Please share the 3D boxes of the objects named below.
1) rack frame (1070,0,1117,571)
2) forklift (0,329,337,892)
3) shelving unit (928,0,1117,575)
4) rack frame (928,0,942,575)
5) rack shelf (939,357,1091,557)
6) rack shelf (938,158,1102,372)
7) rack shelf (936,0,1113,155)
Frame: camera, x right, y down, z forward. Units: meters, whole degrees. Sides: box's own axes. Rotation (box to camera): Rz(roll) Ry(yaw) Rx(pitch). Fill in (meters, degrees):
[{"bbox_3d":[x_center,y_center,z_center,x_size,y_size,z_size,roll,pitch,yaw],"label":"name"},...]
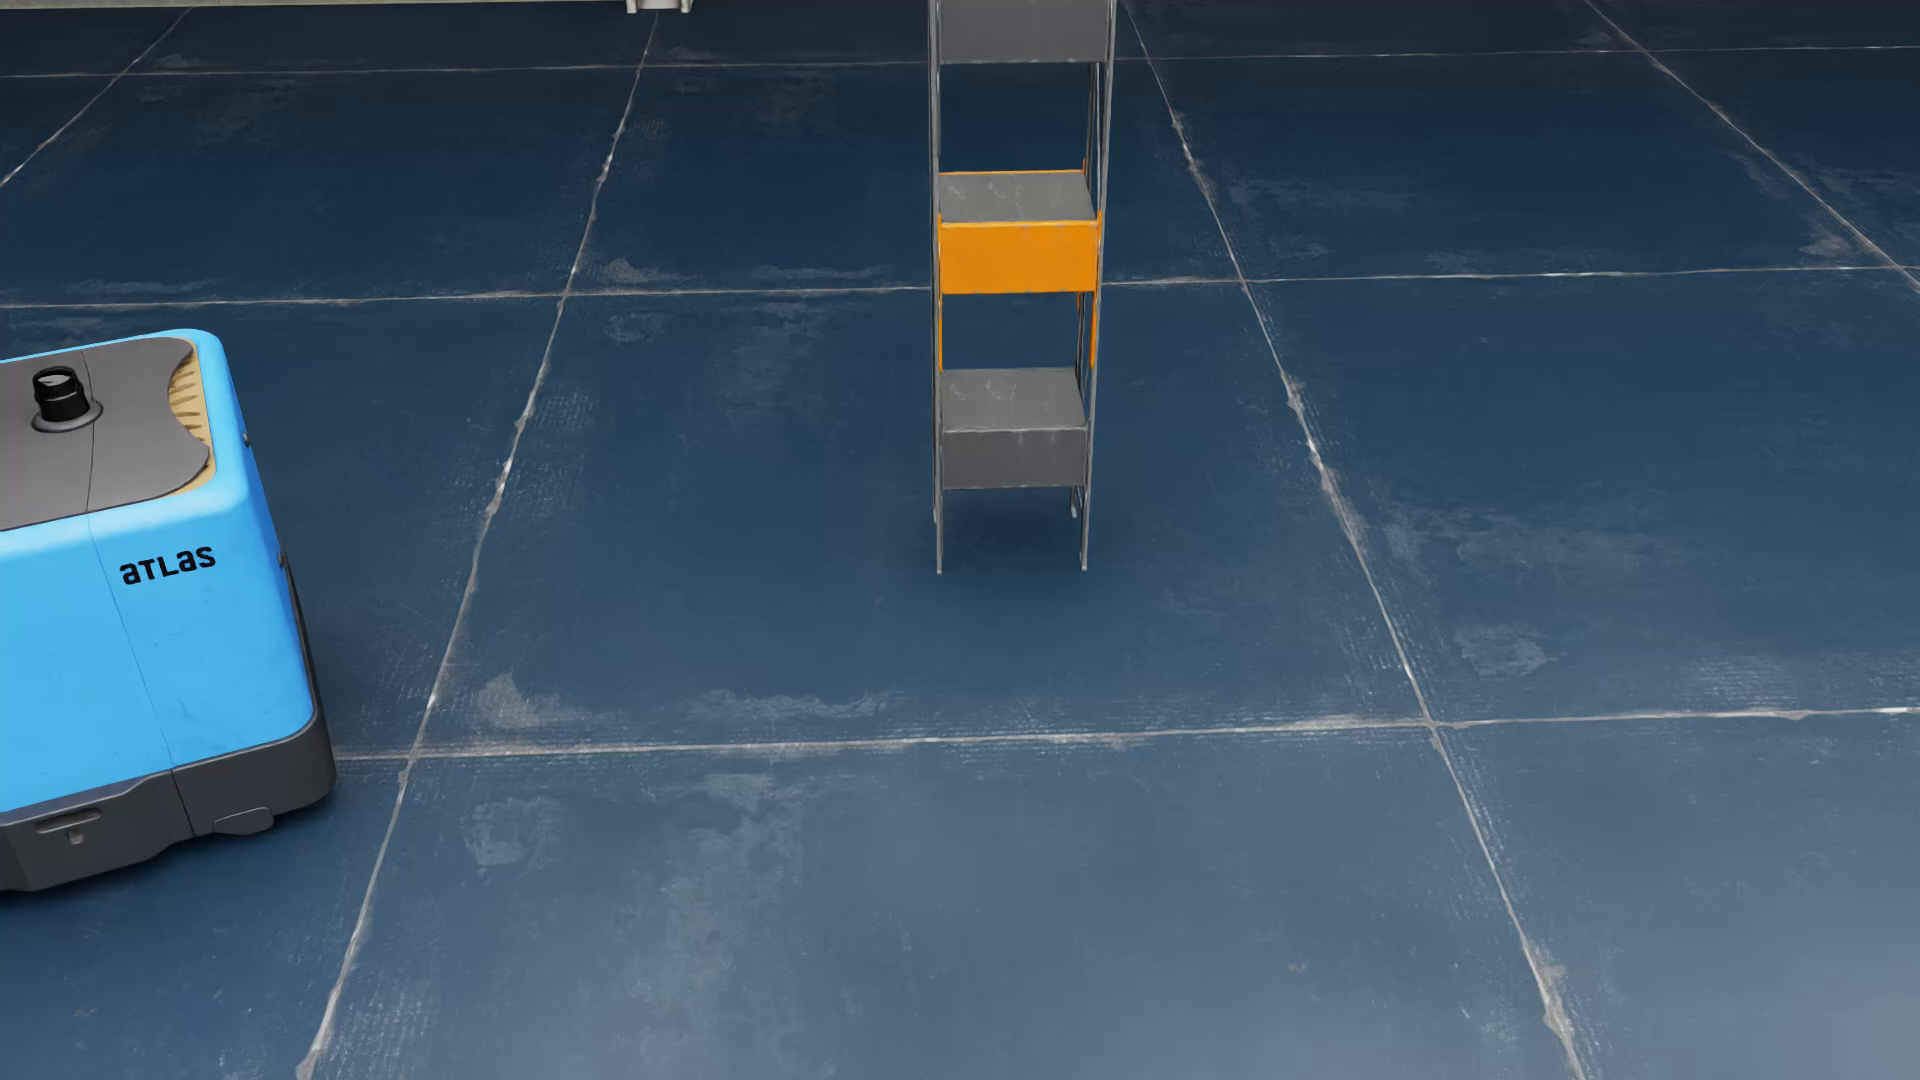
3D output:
[{"bbox_3d":[0.409,-0.874,5.168,0.015,2.100,0.400,-2,35,-2],"label":"rack frame"},{"bbox_3d":[-3.306,-0.351,3.682,3.031,2.935,1.130,-14,37,-20],"label":"forklift"},{"bbox_3d":[0.165,-0.868,5.159,0.503,2.100,0.431,-2,35,-2],"label":"shelving unit"},{"bbox_3d":[-0.078,-0.861,5.149,0.015,2.100,0.400,-2,35,-2],"label":"rack frame"},{"bbox_3d":[0.165,-0.281,5.565,0.480,0.518,0.431,-2,35,-2],"label":"rack shelf"},{"bbox_3d":[0.165,-0.857,5.167,0.480,0.518,0.431,-2,35,-2],"label":"rack shelf"},{"bbox_3d":[0.165,-1.432,4.768,0.480,0.518,0.431,-2,35,-2],"label":"rack shelf"}]
